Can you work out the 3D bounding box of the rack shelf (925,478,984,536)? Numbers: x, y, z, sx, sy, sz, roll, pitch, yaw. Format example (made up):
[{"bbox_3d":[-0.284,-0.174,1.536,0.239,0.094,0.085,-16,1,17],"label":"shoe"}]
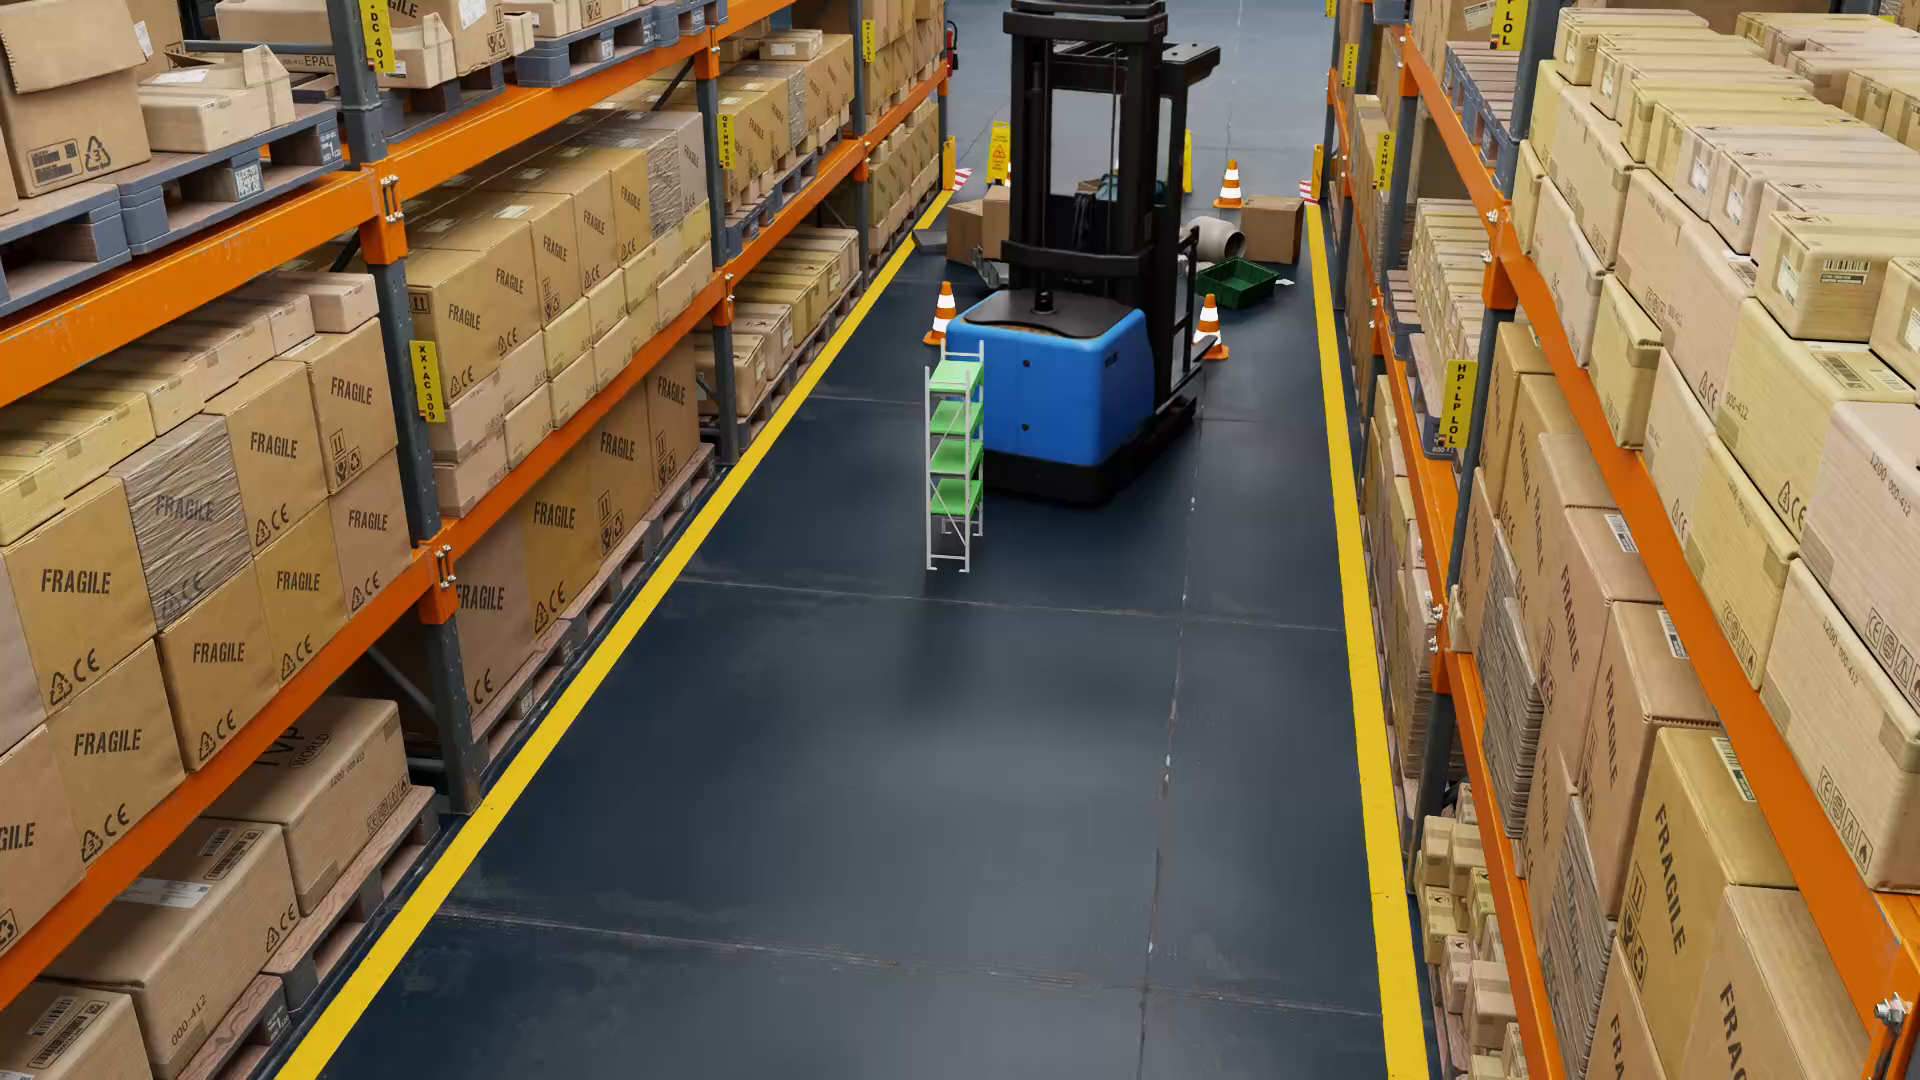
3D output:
[{"bbox_3d":[-0.027,-0.199,9.477,0.258,0.148,0.480,4,25,9],"label":"rack shelf"}]

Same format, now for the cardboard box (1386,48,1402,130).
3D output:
[{"bbox_3d":[3.371,-3.126,11.593,0.700,0.500,0.500,4,25,9],"label":"cardboard box"}]

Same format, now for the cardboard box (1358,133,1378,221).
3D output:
[{"bbox_3d":[3.010,-2.474,11.380,0.500,0.500,0.500,4,25,9],"label":"cardboard box"}]

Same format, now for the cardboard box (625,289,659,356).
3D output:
[{"bbox_3d":[-1.935,-1.169,8.886,0.500,0.250,0.500,4,25,8],"label":"cardboard box"}]

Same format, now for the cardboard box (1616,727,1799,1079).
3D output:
[{"bbox_3d":[1.562,0.703,3.062,0.500,0.500,0.500,3,25,7],"label":"cardboard box"}]

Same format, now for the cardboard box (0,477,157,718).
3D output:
[{"bbox_3d":[-2.656,0.135,4.626,0.500,0.500,0.500,4,25,9],"label":"cardboard box"}]

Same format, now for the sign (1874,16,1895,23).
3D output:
[{"bbox_3d":[2.840,-1.475,5.215,0.100,0.325,0.005,4,25,9],"label":"sign"}]

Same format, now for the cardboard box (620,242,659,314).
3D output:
[{"bbox_3d":[-1.915,-1.399,8.787,0.500,0.250,0.500,3,25,7],"label":"cardboard box"}]

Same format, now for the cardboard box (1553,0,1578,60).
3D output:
[{"bbox_3d":[2.686,-2.149,6.648,0.797,0.503,0.637,4,25,8],"label":"cardboard box"}]

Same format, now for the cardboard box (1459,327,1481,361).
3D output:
[{"bbox_3d":[2.307,-0.774,6.965,0.380,0.149,0.250,4,25,8],"label":"cardboard box"}]

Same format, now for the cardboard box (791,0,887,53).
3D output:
[{"bbox_3d":[-1.003,-4.365,13.889,0.700,0.500,0.500,4,25,8],"label":"cardboard box"}]

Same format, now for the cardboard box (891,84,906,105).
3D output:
[{"bbox_3d":[-0.703,-4.094,15.254,0.380,0.149,0.250,4,25,9],"label":"cardboard box"}]

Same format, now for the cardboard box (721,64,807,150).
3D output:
[{"bbox_3d":[-1.393,-3.083,11.833,0.500,0.500,0.500,3,25,7],"label":"cardboard box"}]

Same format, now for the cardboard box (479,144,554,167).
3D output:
[{"bbox_3d":[-2.436,-1.776,8.708,0.500,0.500,0.500,5,25,10],"label":"cardboard box"}]

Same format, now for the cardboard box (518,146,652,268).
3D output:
[{"bbox_3d":[-1.933,-1.732,8.614,0.500,0.500,0.500,4,25,9],"label":"cardboard box"}]

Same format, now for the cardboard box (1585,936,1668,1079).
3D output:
[{"bbox_3d":[1.559,1.155,3.275,0.500,0.500,0.500,4,25,8],"label":"cardboard box"}]

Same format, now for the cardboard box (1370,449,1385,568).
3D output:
[{"bbox_3d":[2.511,-0.159,9.005,0.500,0.500,0.500,4,25,9],"label":"cardboard box"}]

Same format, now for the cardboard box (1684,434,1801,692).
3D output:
[{"bbox_3d":[1.539,0.043,2.758,0.500,0.250,0.500,4,25,9],"label":"cardboard box"}]

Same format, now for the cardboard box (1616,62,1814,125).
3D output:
[{"bbox_3d":[1.845,-1.074,4.085,0.380,0.149,0.250,3,25,7],"label":"cardboard box"}]

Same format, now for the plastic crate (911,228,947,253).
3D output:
[{"bbox_3d":[-0.223,-2.841,15.725,0.402,0.080,0.583,-5,25,-10],"label":"plastic crate"}]

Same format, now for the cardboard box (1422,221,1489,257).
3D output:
[{"bbox_3d":[2.605,-1.541,8.603,0.380,0.149,0.250,4,25,8],"label":"cardboard box"}]

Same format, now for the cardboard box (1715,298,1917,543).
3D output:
[{"bbox_3d":[1.556,-0.185,2.656,0.500,0.250,0.500,3,25,7],"label":"cardboard box"}]

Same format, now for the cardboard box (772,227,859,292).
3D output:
[{"bbox_3d":[-1.372,-2.344,13.824,0.950,0.372,0.625,4,25,9],"label":"cardboard box"}]

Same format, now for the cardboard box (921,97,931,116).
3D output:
[{"bbox_3d":[-0.503,-4.303,16.504,0.380,0.149,0.250,5,26,10],"label":"cardboard box"}]

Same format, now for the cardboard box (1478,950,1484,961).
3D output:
[{"bbox_3d":[1.925,1.508,5.507,0.380,0.149,0.250,3,25,6],"label":"cardboard box"}]

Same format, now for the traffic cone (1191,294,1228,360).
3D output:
[{"bbox_3d":[1.902,-1.658,12.745,0.336,0.463,0.334,4,25,9],"label":"traffic cone"}]

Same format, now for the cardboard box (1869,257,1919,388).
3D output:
[{"bbox_3d":[1.592,-0.305,2.441,0.380,0.149,0.250,3,25,7],"label":"cardboard box"}]

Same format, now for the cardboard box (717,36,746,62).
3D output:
[{"bbox_3d":[-1.791,-3.594,12.160,0.380,0.149,0.250,5,26,11],"label":"cardboard box"}]

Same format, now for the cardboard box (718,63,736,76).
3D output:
[{"bbox_3d":[-1.897,-3.126,11.927,0.500,0.500,0.500,3,25,6],"label":"cardboard box"}]

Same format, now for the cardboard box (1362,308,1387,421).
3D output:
[{"bbox_3d":[3.146,-1.010,10.527,1.050,0.750,0.750,4,25,8],"label":"cardboard box"}]

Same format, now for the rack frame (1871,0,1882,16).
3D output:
[{"bbox_3d":[9.142,-4.550,15.932,1.000,3.000,0.127,4,25,9],"label":"rack frame"}]

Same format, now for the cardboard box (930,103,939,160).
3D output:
[{"bbox_3d":[-0.509,-4.168,16.979,0.500,0.500,0.500,4,25,9],"label":"cardboard box"}]

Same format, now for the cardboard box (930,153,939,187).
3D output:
[{"bbox_3d":[-0.506,-3.815,17.109,0.500,0.250,0.500,4,25,8],"label":"cardboard box"}]

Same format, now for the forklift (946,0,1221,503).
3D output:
[{"bbox_3d":[0.987,-2.144,10.873,1.130,2.935,3.031,11,27,23],"label":"forklift"}]

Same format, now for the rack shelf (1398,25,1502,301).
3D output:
[{"bbox_3d":[2.630,-1.786,7.338,1.077,0.370,4.000,4,25,9],"label":"rack shelf"}]

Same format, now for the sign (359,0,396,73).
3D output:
[{"bbox_3d":[-2.049,-1.808,5.833,0.100,0.325,0.005,4,25,9],"label":"sign"}]

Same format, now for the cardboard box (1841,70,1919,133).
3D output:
[{"bbox_3d":[2.360,-1.028,3.987,0.380,0.149,0.250,3,25,6],"label":"cardboard box"}]

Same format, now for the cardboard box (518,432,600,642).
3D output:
[{"bbox_3d":[-2.434,-0.089,8.412,0.875,0.875,0.875,5,26,10],"label":"cardboard box"}]

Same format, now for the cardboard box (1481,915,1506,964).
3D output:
[{"bbox_3d":[1.927,1.375,5.439,0.380,0.149,0.250,3,25,7],"label":"cardboard box"}]

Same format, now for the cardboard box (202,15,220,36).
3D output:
[{"bbox_3d":[-6.432,-4.534,14.664,0.380,0.149,0.250,4,25,9],"label":"cardboard box"}]

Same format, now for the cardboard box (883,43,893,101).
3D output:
[{"bbox_3d":[-0.883,-4.120,14.544,0.500,0.500,0.500,4,25,8],"label":"cardboard box"}]

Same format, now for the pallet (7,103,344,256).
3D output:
[{"bbox_3d":[-2.740,-1.194,5.330,1.003,0.211,1.213,4,25,9],"label":"pallet"}]

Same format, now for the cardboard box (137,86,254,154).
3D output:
[{"bbox_3d":[-2.428,-1.298,5.129,0.380,0.149,0.250,5,25,10],"label":"cardboard box"}]

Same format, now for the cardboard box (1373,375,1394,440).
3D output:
[{"bbox_3d":[2.606,-0.716,9.310,0.500,0.250,0.500,3,25,6],"label":"cardboard box"}]

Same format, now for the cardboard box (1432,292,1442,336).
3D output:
[{"bbox_3d":[2.471,-1.074,7.956,0.380,0.149,0.250,4,25,8],"label":"cardboard box"}]

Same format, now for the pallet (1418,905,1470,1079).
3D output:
[{"bbox_3d":[2.229,1.629,6.020,1.003,0.211,1.213,4,25,9],"label":"pallet"}]

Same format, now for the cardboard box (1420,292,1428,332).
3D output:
[{"bbox_3d":[2.555,-1.155,8.480,0.380,0.149,0.250,5,26,11],"label":"cardboard box"}]

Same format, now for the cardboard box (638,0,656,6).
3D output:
[{"bbox_3d":[-1.917,-3.057,8.592,0.700,0.500,0.500,3,25,6],"label":"cardboard box"}]

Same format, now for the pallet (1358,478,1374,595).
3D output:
[{"bbox_3d":[2.828,0.000,9.501,1.003,0.211,1.213,4,25,9],"label":"pallet"}]

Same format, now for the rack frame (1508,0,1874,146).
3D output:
[{"bbox_3d":[2.304,-2.634,4.762,1.000,3.000,0.127,4,25,9],"label":"rack frame"}]

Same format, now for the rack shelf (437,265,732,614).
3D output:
[{"bbox_3d":[-2.270,-0.728,8.616,1.077,0.370,4.000,4,25,9],"label":"rack shelf"}]

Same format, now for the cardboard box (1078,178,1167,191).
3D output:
[{"bbox_3d":[1.575,-3.196,15.984,0.797,0.503,0.637,-14,29,-27],"label":"cardboard box"}]

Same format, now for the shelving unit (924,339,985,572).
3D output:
[{"bbox_3d":[-0.027,-0.474,9.348,0.258,1.200,0.503,4,25,9],"label":"shelving unit"}]

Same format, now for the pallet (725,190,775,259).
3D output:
[{"bbox_3d":[-1.931,-2.109,10.944,1.213,0.211,1.003,4,25,9],"label":"pallet"}]

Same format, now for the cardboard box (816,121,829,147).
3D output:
[{"bbox_3d":[-1.206,-3.079,12.591,0.380,0.149,0.250,4,25,9],"label":"cardboard box"}]

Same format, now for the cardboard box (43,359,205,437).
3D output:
[{"bbox_3d":[-2.562,-0.438,5.085,0.380,0.149,0.250,4,25,8],"label":"cardboard box"}]

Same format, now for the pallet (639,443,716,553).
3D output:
[{"bbox_3d":[-2.146,-0.303,10.148,1.003,0.211,1.213,4,25,9],"label":"pallet"}]

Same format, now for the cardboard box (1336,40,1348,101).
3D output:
[{"bbox_3d":[3.965,-4.388,15.410,0.875,0.550,0.550,4,25,9],"label":"cardboard box"}]

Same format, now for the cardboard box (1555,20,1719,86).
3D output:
[{"bbox_3d":[1.940,-1.398,4.777,0.380,0.149,0.250,3,25,6],"label":"cardboard box"}]
